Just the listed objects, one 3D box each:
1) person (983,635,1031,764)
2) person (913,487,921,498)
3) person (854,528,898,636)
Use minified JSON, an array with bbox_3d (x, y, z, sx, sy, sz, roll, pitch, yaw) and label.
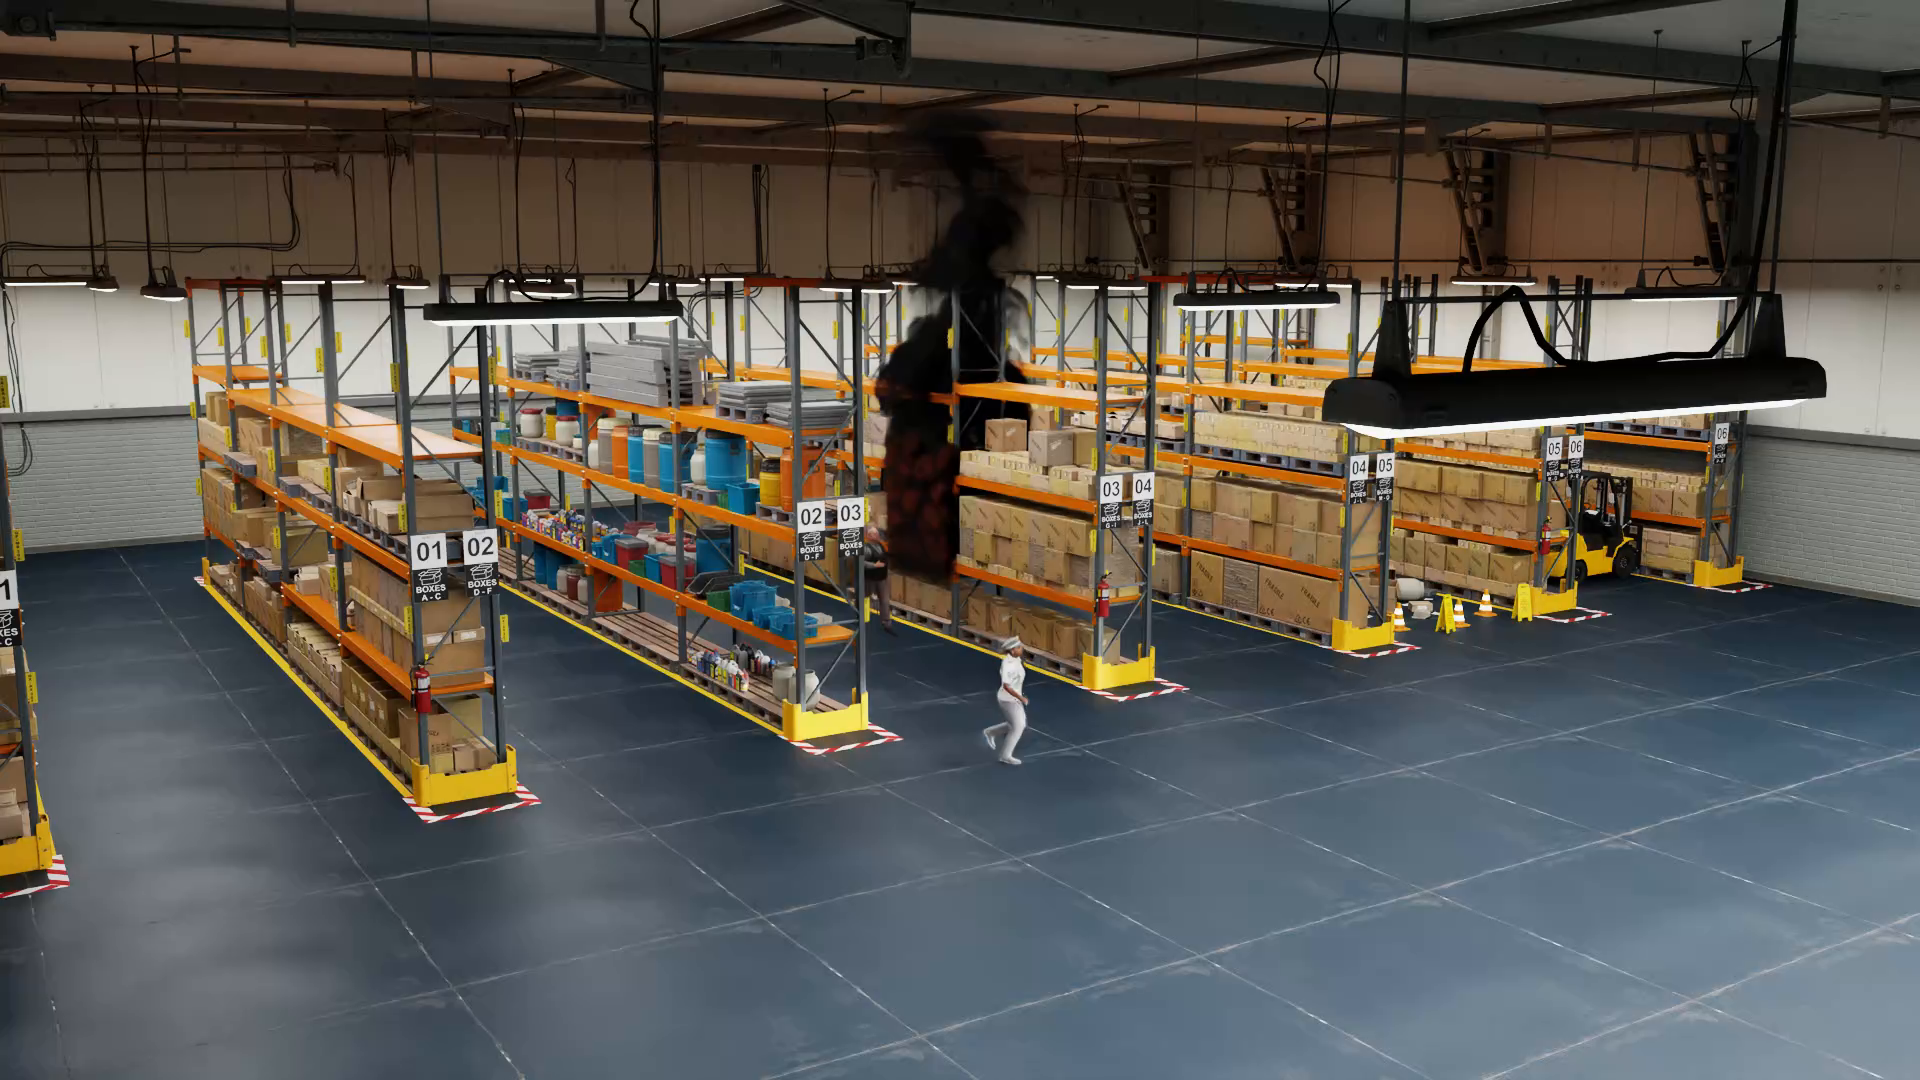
[{"bbox_3d":[0.607,2.016,21.104,0.607,1.672,0.591,1,10,7],"label":"person"},{"bbox_3d":[-0.945,-0.467,36.300,0.644,1.600,0.966,-7,12,-35],"label":"person"},{"bbox_3d":[-1.375,0.679,26.964,0.882,1.766,0.657,9,13,43],"label":"person"}]
